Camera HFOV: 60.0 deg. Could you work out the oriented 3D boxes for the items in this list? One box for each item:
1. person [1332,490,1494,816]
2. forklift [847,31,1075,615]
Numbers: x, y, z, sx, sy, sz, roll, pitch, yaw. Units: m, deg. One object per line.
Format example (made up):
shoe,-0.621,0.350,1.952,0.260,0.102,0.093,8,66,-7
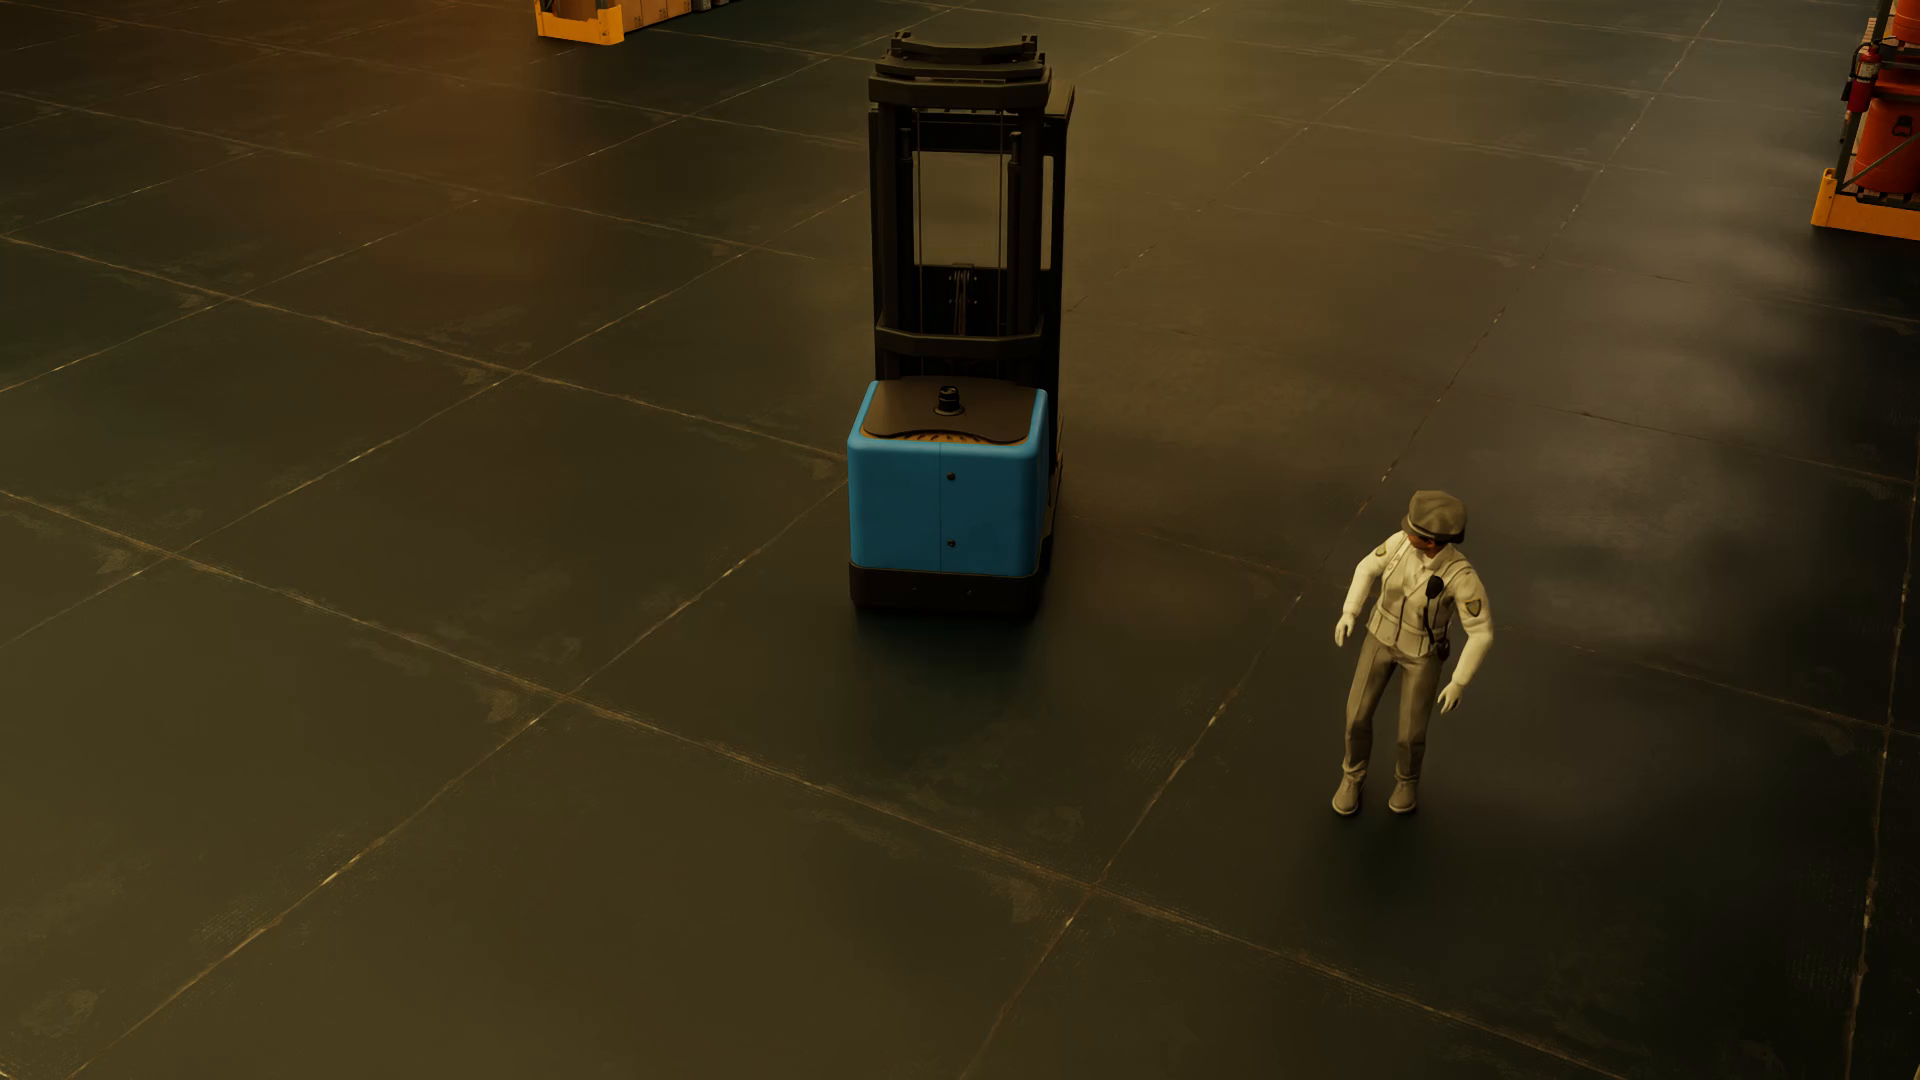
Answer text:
person,2.014,0.528,7.466,0.697,1.639,0.476,21,36,32
forklift,0.072,-1.572,9.794,1.130,2.935,3.031,3,30,6
